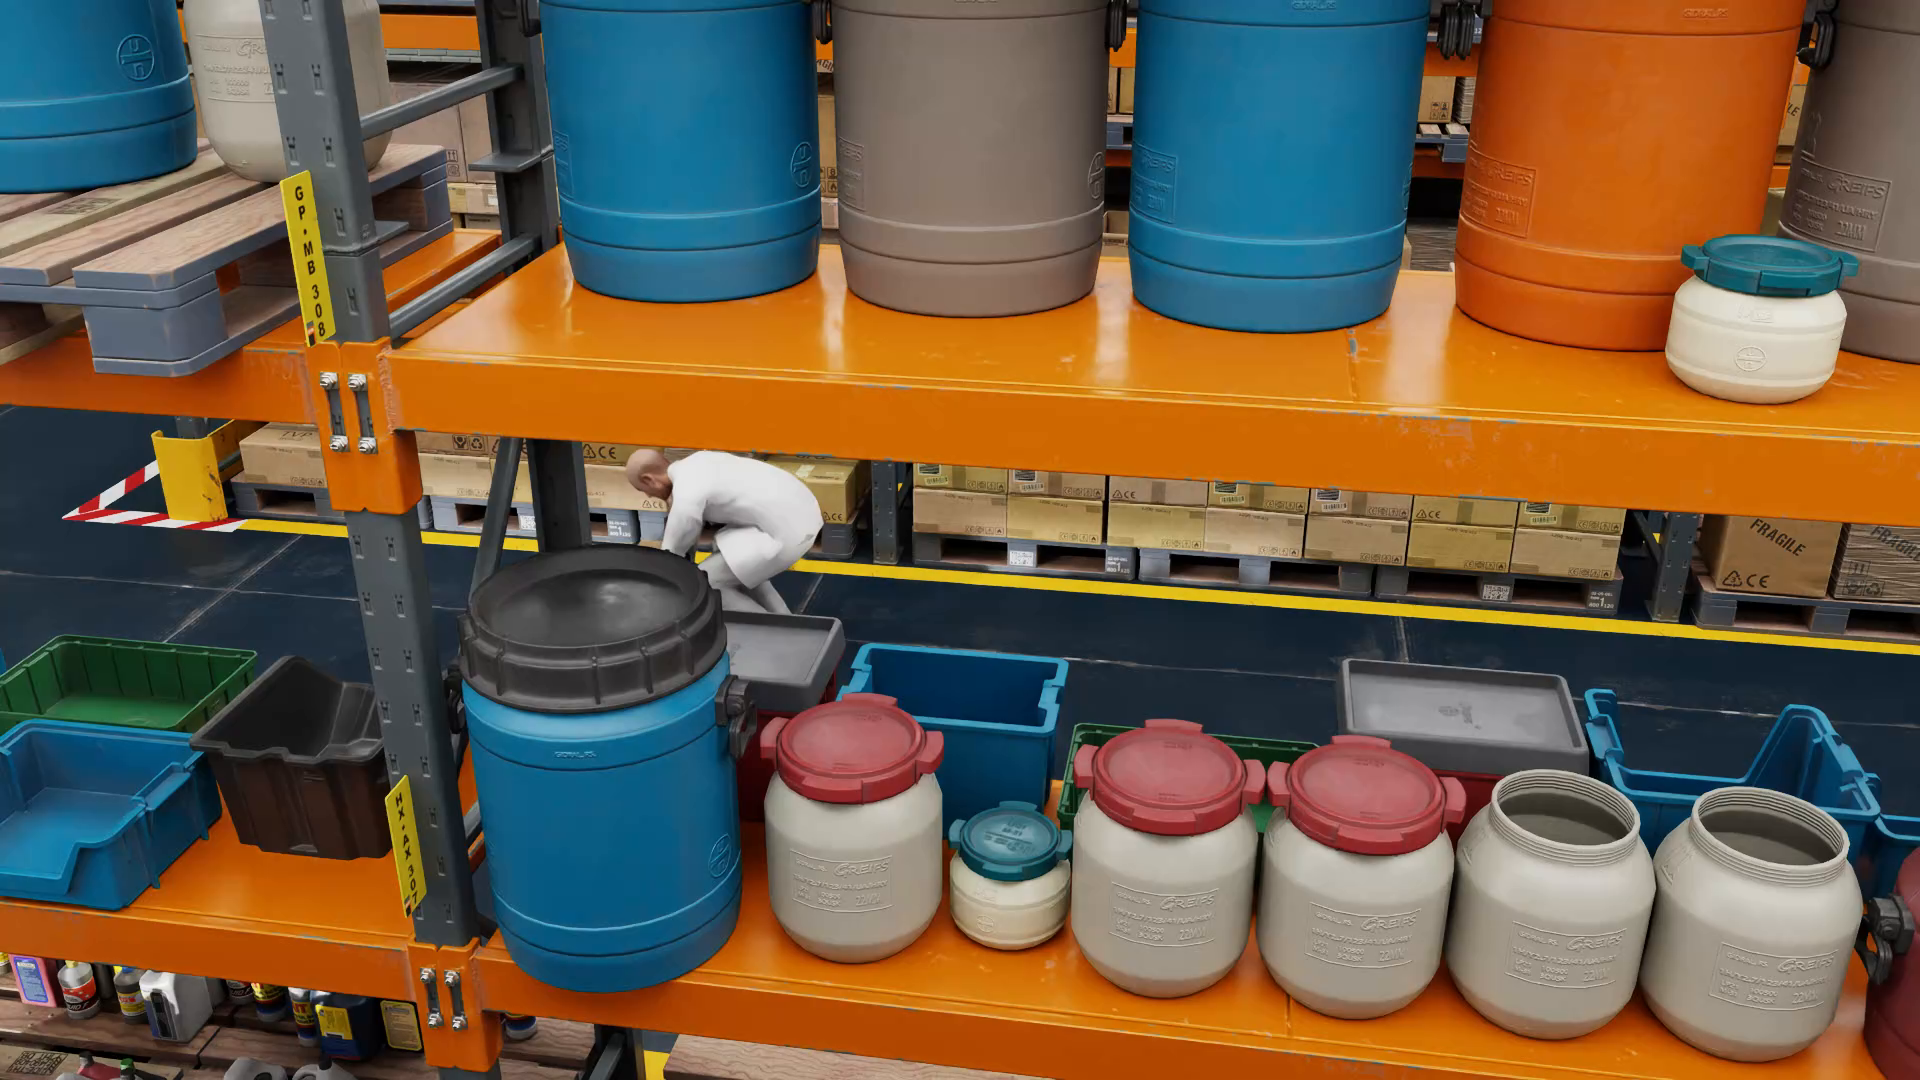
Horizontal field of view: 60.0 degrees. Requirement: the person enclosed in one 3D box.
[{"bbox_3d":[-1.115,0.061,7.959,0.934,0.972,0.589,4,25,8],"label":"person"}]
